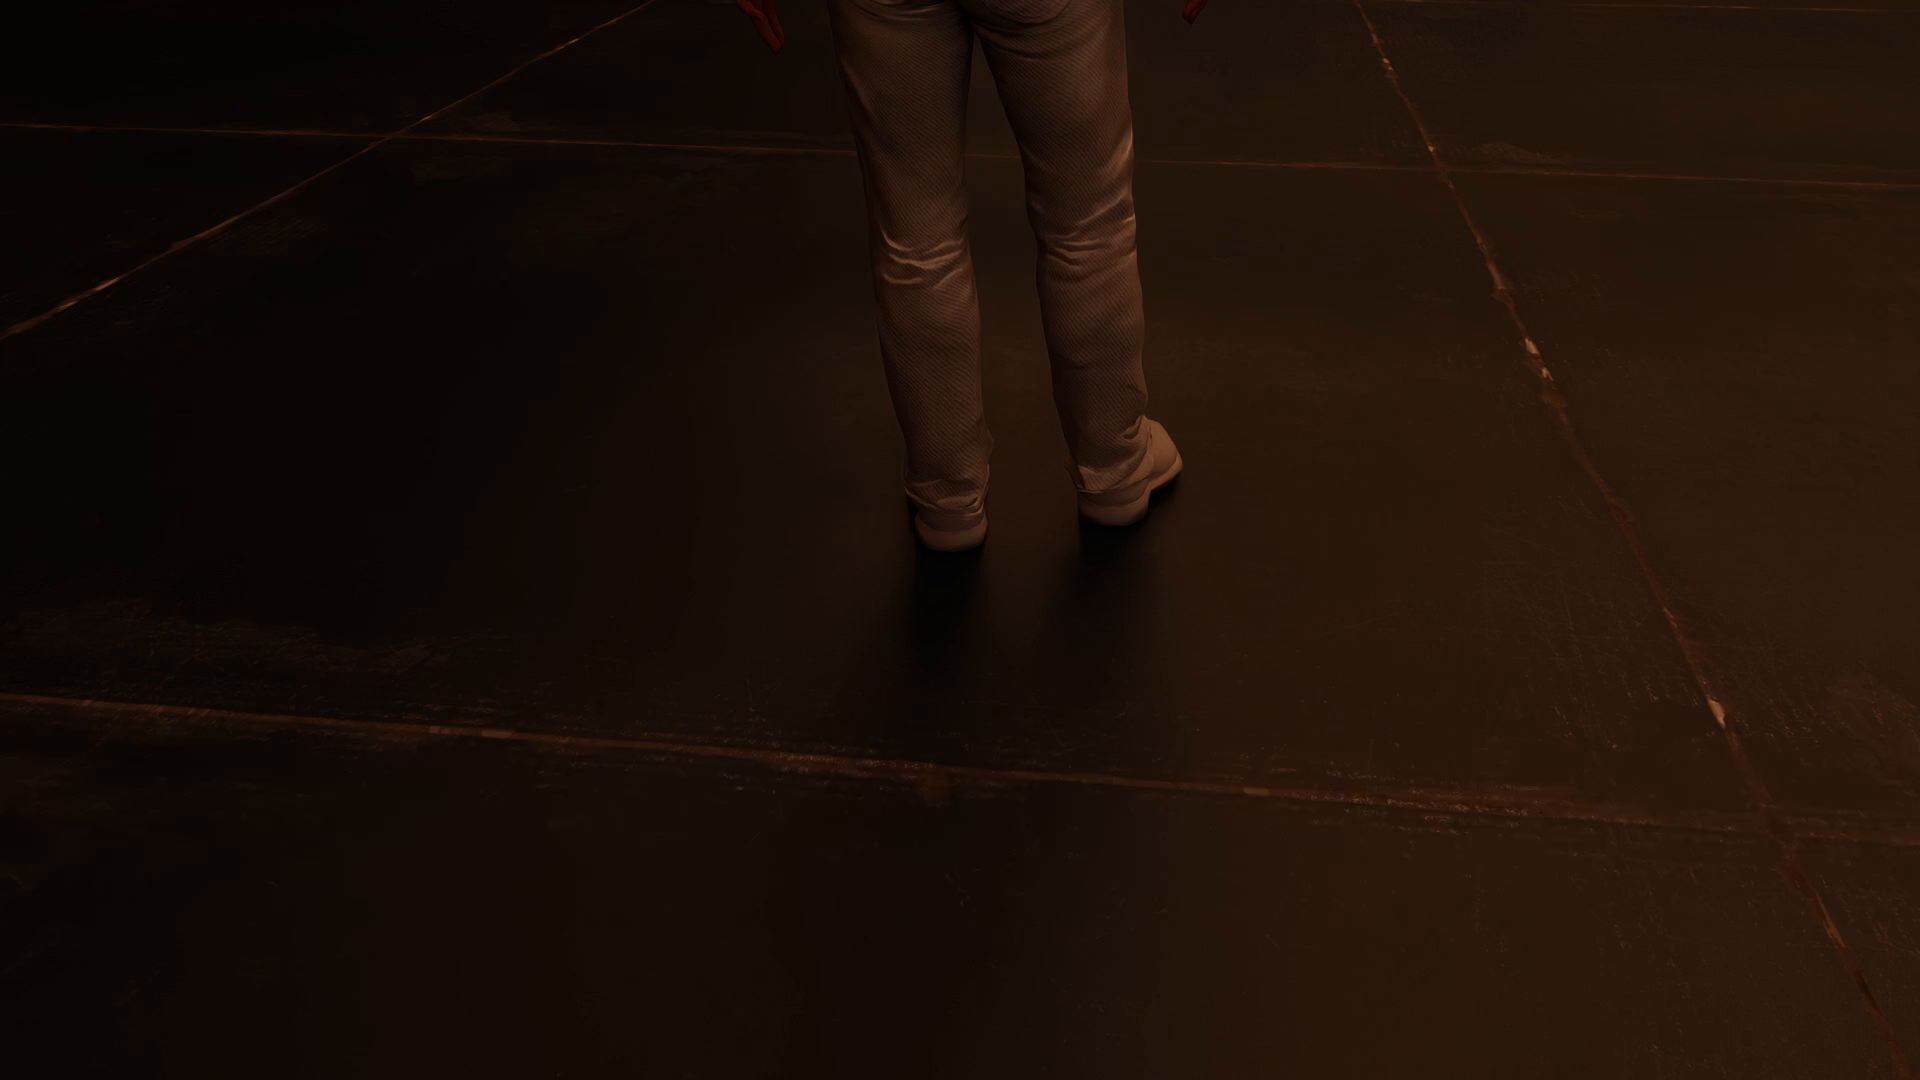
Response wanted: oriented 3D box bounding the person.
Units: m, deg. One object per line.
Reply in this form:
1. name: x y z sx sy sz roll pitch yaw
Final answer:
1. person: 0.015 -0.827 2.163 0.665 1.765 0.577 3 27 7
